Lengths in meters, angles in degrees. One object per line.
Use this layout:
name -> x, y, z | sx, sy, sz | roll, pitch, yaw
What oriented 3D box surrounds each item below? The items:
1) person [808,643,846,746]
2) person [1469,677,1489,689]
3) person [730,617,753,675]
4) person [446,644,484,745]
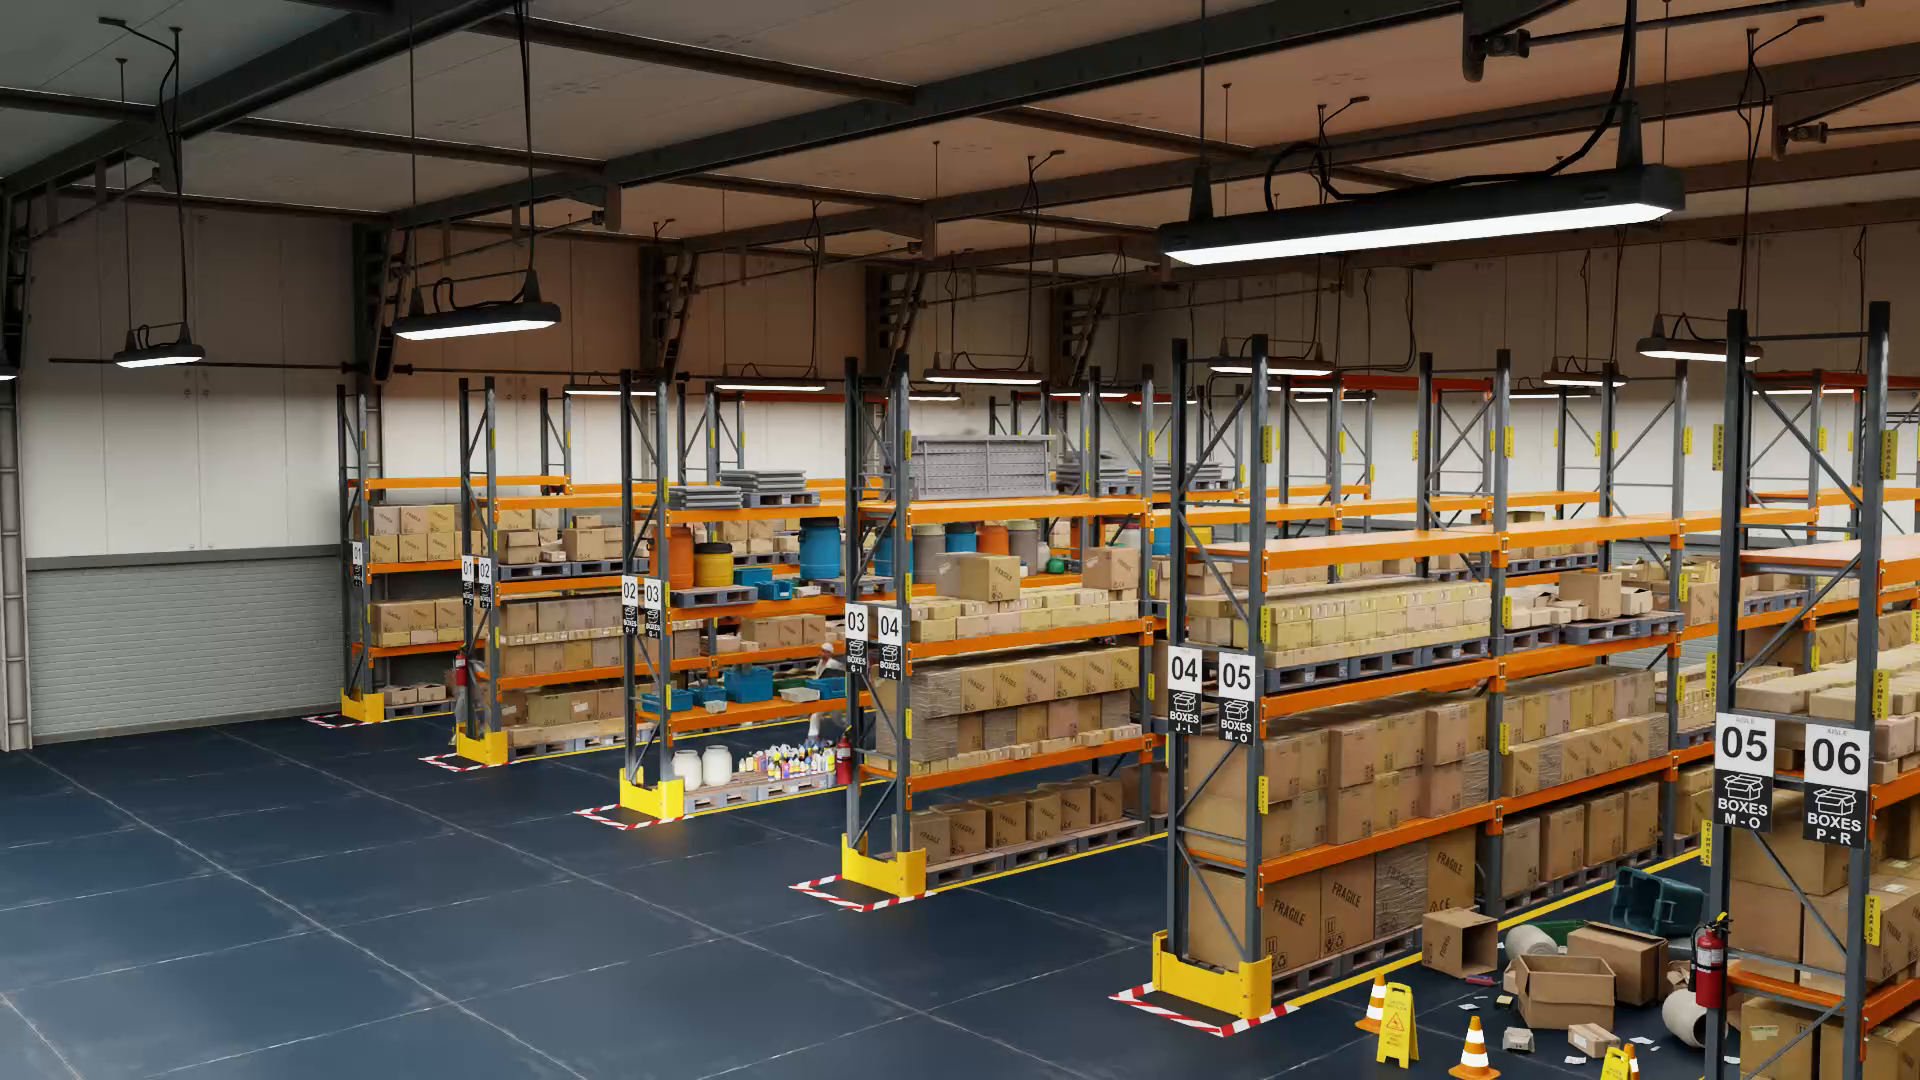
person -> -2.074, 2.530, 26.623 | 0.623, 1.790, 1.172 | 3, 5, 42
person -> 7.522, 2.709, 24.061 | 0.564, 1.737, 0.638 | -3, 5, -41
person -> -4.129, 2.271, 31.374 | 0.607, 1.656, 0.559 | 3, 5, 39
person -> -8.189, 2.528, 27.475 | 0.531, 1.616, 0.756 | 3, 5, 41
